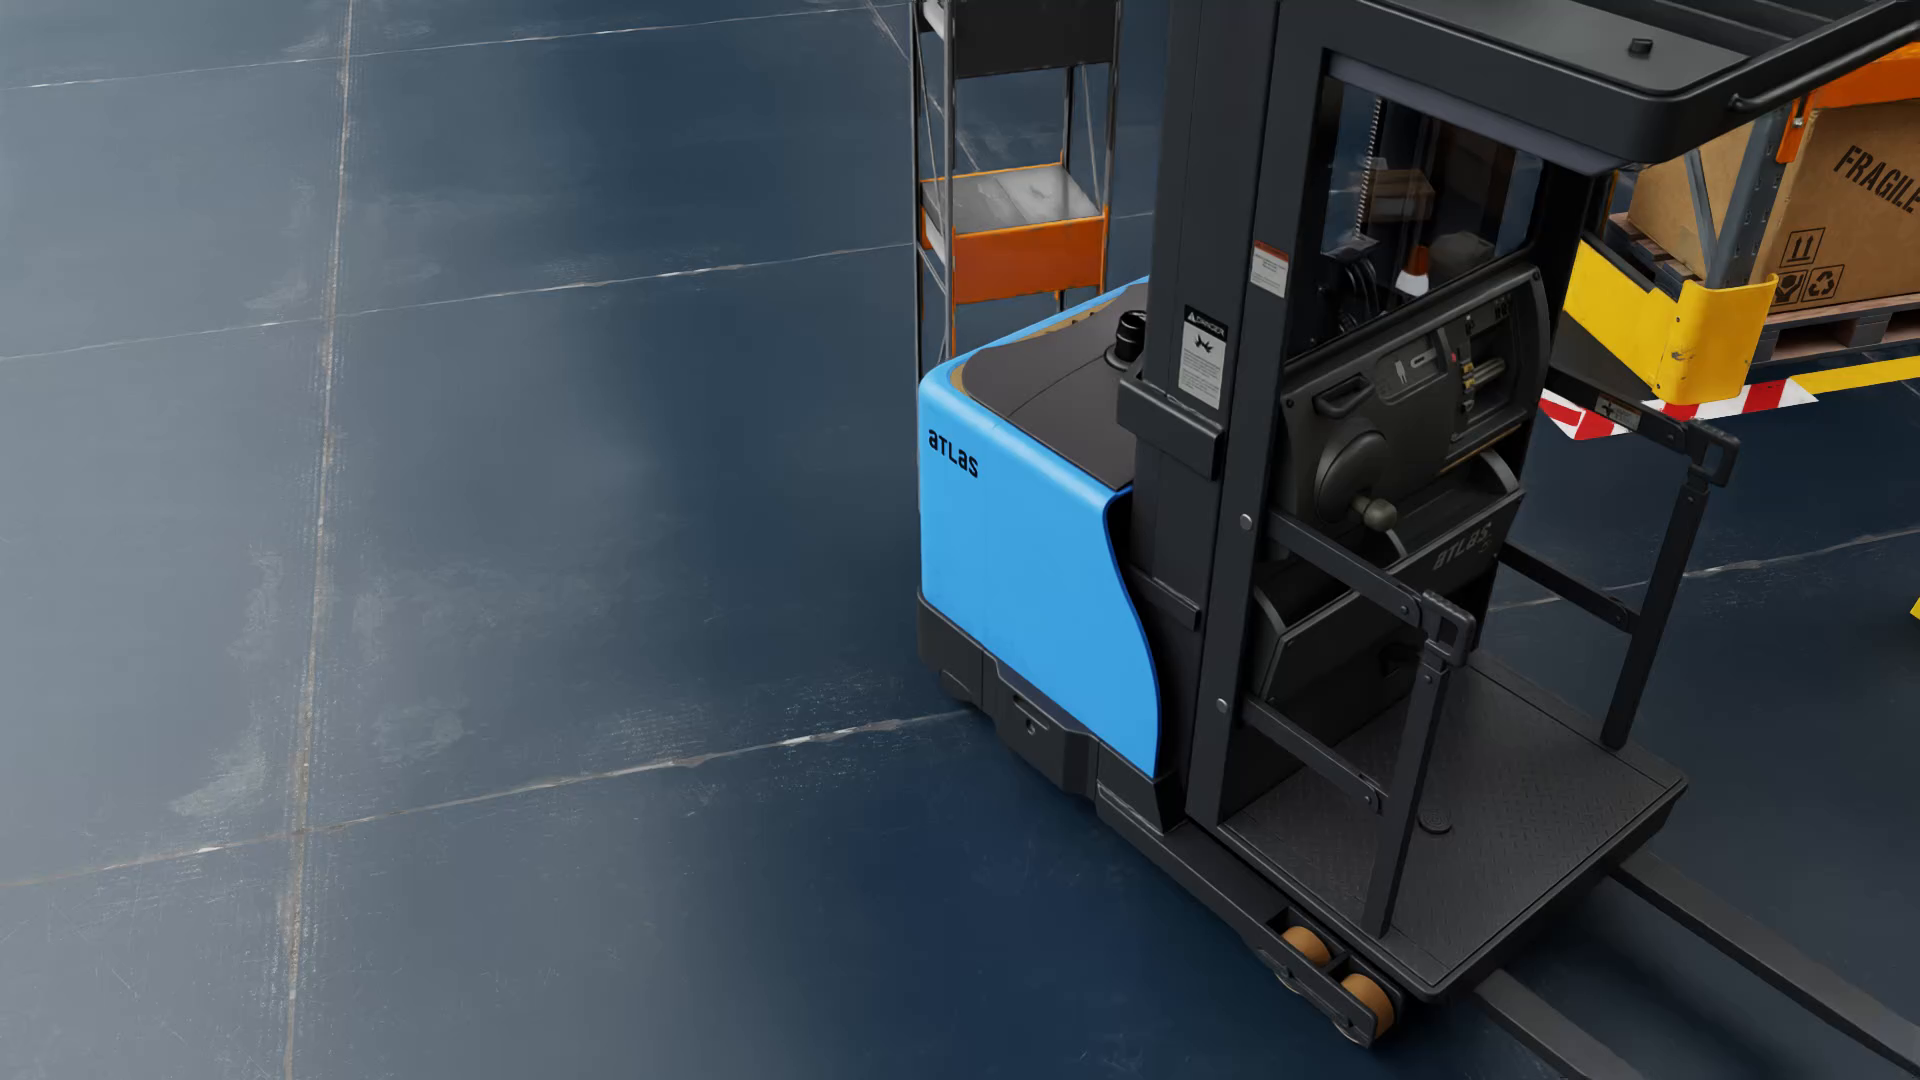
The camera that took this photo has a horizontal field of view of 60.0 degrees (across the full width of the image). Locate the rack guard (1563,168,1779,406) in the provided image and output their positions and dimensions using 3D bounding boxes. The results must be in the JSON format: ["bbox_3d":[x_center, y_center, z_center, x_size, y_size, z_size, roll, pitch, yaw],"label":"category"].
[{"bbox_3d":[2.755,-1.078,6.747,0.348,0.500,1.175,-9,38,-12],"label":"rack guard"}]

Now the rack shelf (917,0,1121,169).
[{"bbox_3d":[0.151,-1.410,4.735,0.480,0.518,0.431,-10,39,-13],"label":"rack shelf"}]

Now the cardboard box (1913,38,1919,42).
[{"bbox_3d":[3.125,-2.219,6.059,0.550,0.550,0.875,-9,38,-12],"label":"cardboard box"}]

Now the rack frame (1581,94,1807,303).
[{"bbox_3d":[2.778,-2.074,5.993,0.127,3.000,1.000,-9,38,-12],"label":"rack frame"}]

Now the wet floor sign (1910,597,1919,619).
[{"bbox_3d":[3.266,0.027,5.184,0.232,0.644,0.267,-16,40,-20],"label":"wet floor sign"}]

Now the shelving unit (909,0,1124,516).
[{"bbox_3d":[0.150,-0.865,5.152,0.503,2.100,0.431,-10,39,-13],"label":"shelving unit"}]

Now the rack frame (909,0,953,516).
[{"bbox_3d":[-0.084,-0.823,5.097,0.015,2.100,0.400,-10,39,-13],"label":"rack frame"}]

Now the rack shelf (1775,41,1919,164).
[{"bbox_3d":[4.709,-2.105,6.625,4.000,0.370,1.077,-9,38,-12],"label":"rack shelf"}]

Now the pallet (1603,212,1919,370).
[{"bbox_3d":[3.530,-1.139,7.066,1.213,0.211,1.003,-9,38,-12],"label":"pallet"}]

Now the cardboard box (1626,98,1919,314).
[{"bbox_3d":[3.416,-1.543,6.702,0.875,0.875,0.875,-9,38,-12],"label":"cardboard box"}]

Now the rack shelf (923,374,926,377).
[{"bbox_3d":[0.150,-0.298,5.586,0.480,0.518,0.431,-10,39,-13],"label":"rack shelf"}]

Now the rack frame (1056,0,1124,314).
[{"bbox_3d":[0.384,-0.907,5.207,0.015,2.100,0.400,-10,39,-13],"label":"rack frame"}]

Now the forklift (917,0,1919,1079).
[{"bbox_3d":[1.194,-0.269,3.689,1.130,2.935,3.031,-27,45,-30],"label":"forklift"}]

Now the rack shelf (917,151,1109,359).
[{"bbox_3d":[0.150,-0.854,5.160,0.480,0.518,0.431,-10,39,-13],"label":"rack shelf"}]
